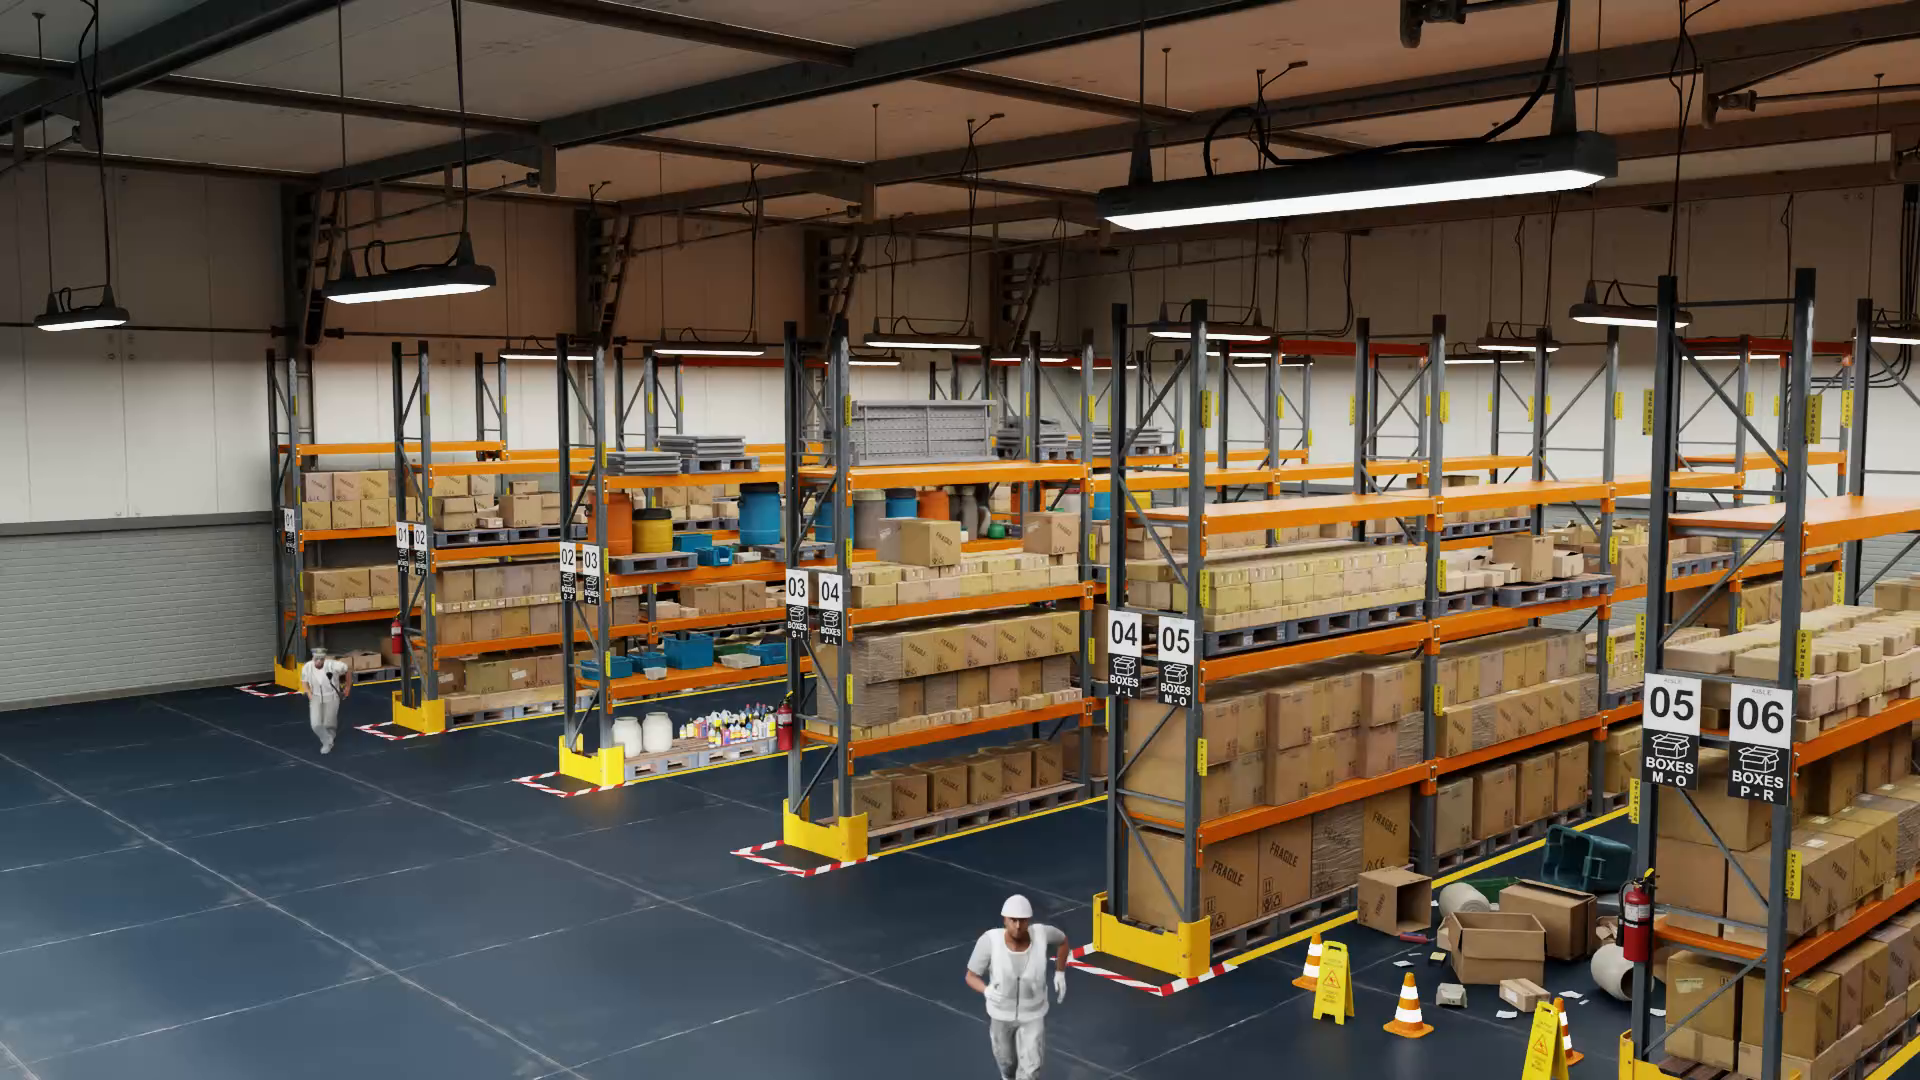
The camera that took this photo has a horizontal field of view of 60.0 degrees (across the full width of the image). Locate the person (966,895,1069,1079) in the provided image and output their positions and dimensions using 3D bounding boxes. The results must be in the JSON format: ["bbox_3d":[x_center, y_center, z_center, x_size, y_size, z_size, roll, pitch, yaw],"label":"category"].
[{"bbox_3d":[0.400,3.301,11.533,0.712,1.813,0.976,0,5,2],"label":"person"}]

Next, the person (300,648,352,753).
[{"bbox_3d":[-9.151,2.311,24.032,0.675,1.599,0.834,-1,5,-10],"label":"person"}]
